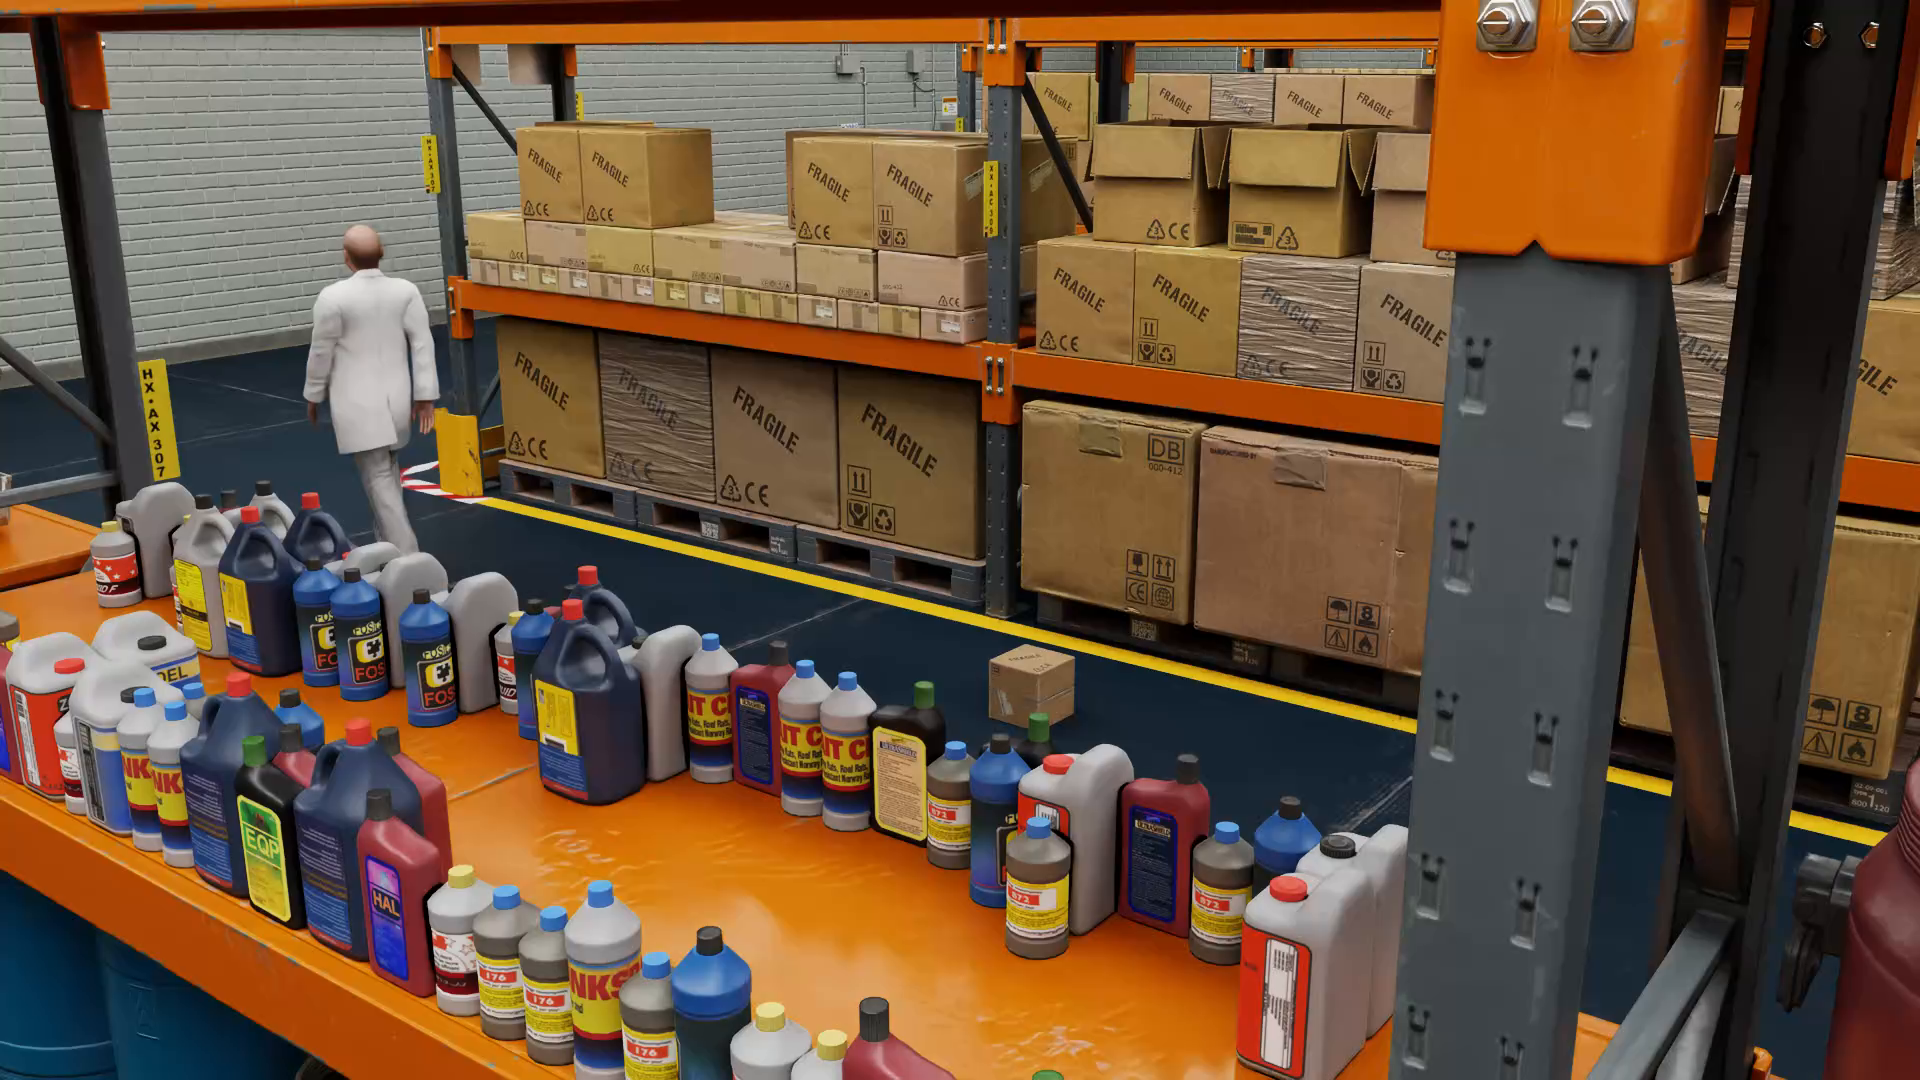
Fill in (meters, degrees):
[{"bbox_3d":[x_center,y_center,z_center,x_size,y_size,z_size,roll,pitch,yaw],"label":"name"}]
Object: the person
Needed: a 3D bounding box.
[{"bbox_3d":[-3.004,-0.666,8.424,0.678,1.849,0.565,14,21,39],"label":"person"}]
